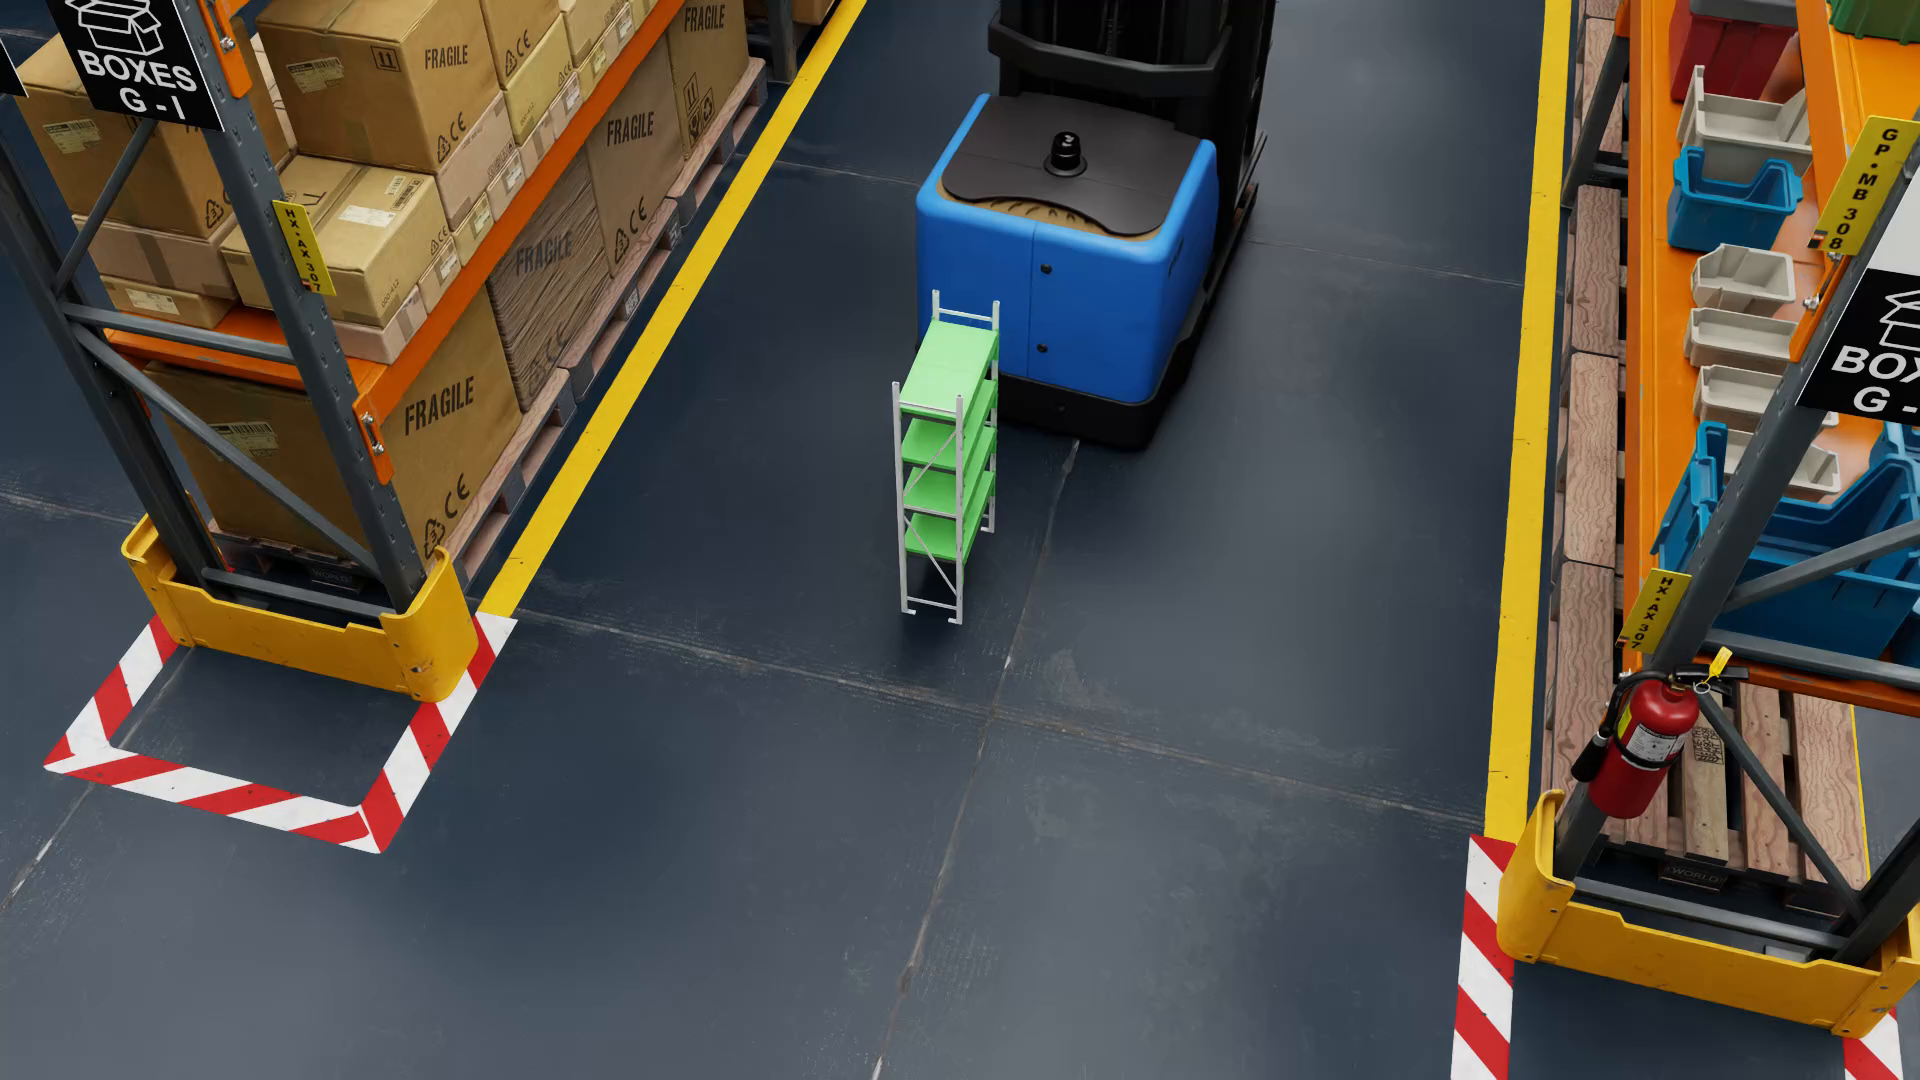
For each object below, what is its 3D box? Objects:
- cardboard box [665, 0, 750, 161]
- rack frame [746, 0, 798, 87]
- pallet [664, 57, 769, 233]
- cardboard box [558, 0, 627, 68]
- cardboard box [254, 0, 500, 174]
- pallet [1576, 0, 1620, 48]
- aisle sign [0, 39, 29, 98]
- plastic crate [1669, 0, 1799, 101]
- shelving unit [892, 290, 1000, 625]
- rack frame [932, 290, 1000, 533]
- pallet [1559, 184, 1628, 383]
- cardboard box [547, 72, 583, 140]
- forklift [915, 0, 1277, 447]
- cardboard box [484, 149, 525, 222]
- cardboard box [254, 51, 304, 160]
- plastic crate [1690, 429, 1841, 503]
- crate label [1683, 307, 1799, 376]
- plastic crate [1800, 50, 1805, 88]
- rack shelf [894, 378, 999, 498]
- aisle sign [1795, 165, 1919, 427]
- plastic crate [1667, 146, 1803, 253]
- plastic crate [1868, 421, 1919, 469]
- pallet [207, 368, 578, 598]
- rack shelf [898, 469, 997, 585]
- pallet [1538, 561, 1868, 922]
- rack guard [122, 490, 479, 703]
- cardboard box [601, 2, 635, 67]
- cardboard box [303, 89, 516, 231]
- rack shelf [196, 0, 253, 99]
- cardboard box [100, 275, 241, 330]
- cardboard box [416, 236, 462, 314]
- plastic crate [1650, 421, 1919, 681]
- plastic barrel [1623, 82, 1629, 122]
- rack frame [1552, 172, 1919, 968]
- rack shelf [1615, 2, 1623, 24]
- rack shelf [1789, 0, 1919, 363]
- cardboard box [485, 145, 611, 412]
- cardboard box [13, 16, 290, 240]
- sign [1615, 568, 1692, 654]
[{"bbox_3d":[-1.613,-2.504,8.015,0.875,0.875,0.875,12,50,10],"label":"cardboard box"},{"bbox_3d":[-1.362,-3.529,7.783,1.000,3.000,0.127,12,50,10],"label":"rack frame"},{"bbox_3d":[-1.638,-2.072,8.357,1.003,0.211,1.213,12,50,10],"label":"pallet"},{"bbox_3d":[-1.630,-2.097,6.421,0.500,0.250,0.500,11,49,9],"label":"cardboard box"},{"bbox_3d":[-1.897,-1.588,5.472,0.500,0.500,0.500,10,49,9],"label":"cardboard box"},{"bbox_3d":[3.978,-3.064,9.233,1.003,0.211,1.213,12,50,10],"label":"pallet"},{"bbox_3d":[-2.723,-1.503,4.261,0.394,0.787,0.004,12,50,10],"label":"aisle sign"},{"bbox_3d":[2.939,-1.997,6.348,0.402,0.464,0.583,12,50,10],"label":"plastic crate"},{"bbox_3d":[-0.044,-0.277,6.113,0.258,1.200,0.503,12,50,10],"label":"shelving unit"},{"bbox_3d":[0.021,-0.454,6.269,0.240,1.200,0.015,12,50,10],"label":"rack frame"},{"bbox_3d":[3.260,-1.090,7.490,1.003,0.211,1.213,12,50,10],"label":"pallet"},{"bbox_3d":[-1.667,-1.675,6.314,0.380,0.149,0.250,11,50,10],"label":"cardboard box"},{"bbox_3d":[0.795,-2.486,6.908,1.130,2.935,3.031,15,50,13],"label":"forklift"},{"bbox_3d":[-1.803,-1.304,5.987,0.380,0.149,0.250,11,49,9],"label":"cardboard box"},{"bbox_3d":[-2.409,-1.454,5.854,0.500,0.250,0.500,11,49,9],"label":"cardboard box"},{"bbox_3d":[2.403,-0.217,4.995,0.396,0.136,0.243,12,50,10],"label":"plastic crate"},{"bbox_3d":[2.543,-0.630,5.360,0.396,0.136,0.243,12,50,10],"label":"crate label"},{"bbox_3d":[3.381,-1.618,6.240,0.437,0.125,0.590,12,50,10],"label":"plastic crate"},{"bbox_3d":[-0.044,-0.394,5.981,0.258,0.148,0.480,12,50,10],"label":"rack shelf"},{"bbox_3d":[2.062,-0.525,3.397,0.394,0.787,0.004,12,50,10],"label":"aisle sign"},{"bbox_3d":[2.656,-1.159,5.763,0.416,0.233,0.300,12,50,10],"label":"plastic crate"},{"bbox_3d":[2.919,-0.213,4.928,0.416,0.233,0.300,12,50,10],"label":"plastic crate"},{"bbox_3d":[-2.280,-0.307,6.799,1.003,0.211,1.213,12,50,10],"label":"pallet"},{"bbox_3d":[-0.044,-0.076,6.341,0.258,0.148,0.480,12,50,10],"label":"rack shelf"},{"bbox_3d":[2.618,0.675,5.932,1.003,0.211,1.213,12,50,10],"label":"pallet"},{"bbox_3d":[-2.421,0.209,6.151,1.175,0.500,0.348,12,50,10],"label":"rack guard"},{"bbox_3d":[-1.532,-2.047,6.643,0.380,0.149,0.250,12,50,11],"label":"cardboard box"},{"bbox_3d":[-1.898,-1.356,5.767,0.500,0.250,0.500,11,49,10],"label":"cardboard box"},{"bbox_3d":[-1.889,-2.837,5.651,1.077,0.370,4.000,12,50,10],"label":"rack shelf"},{"bbox_3d":[-2.639,-0.875,5.608,0.380,0.149,0.250,12,50,11],"label":"cardboard box"},{"bbox_3d":[-1.937,-0.930,5.657,0.380,0.149,0.250,11,49,9],"label":"cardboard box"},{"bbox_3d":[2.271,0.031,4.577,0.616,0.435,0.499,12,50,10],"label":"plastic crate"},{"bbox_3d":[3.576,-2.387,7.894,0.600,0.901,0.708,12,50,10],"label":"plastic barrel"},{"bbox_3d":[2.363,0.341,4.367,1.000,3.000,0.127,12,50,10],"label":"rack frame"},{"bbox_3d":[3.942,-3.760,8.467,1.077,0.370,4.000,12,50,10],"label":"rack shelf"},{"bbox_3d":[2.890,-1.860,4.789,1.077,0.370,4.000,12,50,10],"label":"rack shelf"},{"bbox_3d":[-2.084,-1.209,6.872,0.875,0.875,0.875,12,50,10],"label":"cardboard box"},{"bbox_3d":[-2.540,-1.337,5.250,0.500,0.500,0.500,12,50,10],"label":"cardboard box"},{"bbox_3d":[1.828,0.191,4.391,0.100,0.325,0.005,12,50,10],"label":"sign"}]
